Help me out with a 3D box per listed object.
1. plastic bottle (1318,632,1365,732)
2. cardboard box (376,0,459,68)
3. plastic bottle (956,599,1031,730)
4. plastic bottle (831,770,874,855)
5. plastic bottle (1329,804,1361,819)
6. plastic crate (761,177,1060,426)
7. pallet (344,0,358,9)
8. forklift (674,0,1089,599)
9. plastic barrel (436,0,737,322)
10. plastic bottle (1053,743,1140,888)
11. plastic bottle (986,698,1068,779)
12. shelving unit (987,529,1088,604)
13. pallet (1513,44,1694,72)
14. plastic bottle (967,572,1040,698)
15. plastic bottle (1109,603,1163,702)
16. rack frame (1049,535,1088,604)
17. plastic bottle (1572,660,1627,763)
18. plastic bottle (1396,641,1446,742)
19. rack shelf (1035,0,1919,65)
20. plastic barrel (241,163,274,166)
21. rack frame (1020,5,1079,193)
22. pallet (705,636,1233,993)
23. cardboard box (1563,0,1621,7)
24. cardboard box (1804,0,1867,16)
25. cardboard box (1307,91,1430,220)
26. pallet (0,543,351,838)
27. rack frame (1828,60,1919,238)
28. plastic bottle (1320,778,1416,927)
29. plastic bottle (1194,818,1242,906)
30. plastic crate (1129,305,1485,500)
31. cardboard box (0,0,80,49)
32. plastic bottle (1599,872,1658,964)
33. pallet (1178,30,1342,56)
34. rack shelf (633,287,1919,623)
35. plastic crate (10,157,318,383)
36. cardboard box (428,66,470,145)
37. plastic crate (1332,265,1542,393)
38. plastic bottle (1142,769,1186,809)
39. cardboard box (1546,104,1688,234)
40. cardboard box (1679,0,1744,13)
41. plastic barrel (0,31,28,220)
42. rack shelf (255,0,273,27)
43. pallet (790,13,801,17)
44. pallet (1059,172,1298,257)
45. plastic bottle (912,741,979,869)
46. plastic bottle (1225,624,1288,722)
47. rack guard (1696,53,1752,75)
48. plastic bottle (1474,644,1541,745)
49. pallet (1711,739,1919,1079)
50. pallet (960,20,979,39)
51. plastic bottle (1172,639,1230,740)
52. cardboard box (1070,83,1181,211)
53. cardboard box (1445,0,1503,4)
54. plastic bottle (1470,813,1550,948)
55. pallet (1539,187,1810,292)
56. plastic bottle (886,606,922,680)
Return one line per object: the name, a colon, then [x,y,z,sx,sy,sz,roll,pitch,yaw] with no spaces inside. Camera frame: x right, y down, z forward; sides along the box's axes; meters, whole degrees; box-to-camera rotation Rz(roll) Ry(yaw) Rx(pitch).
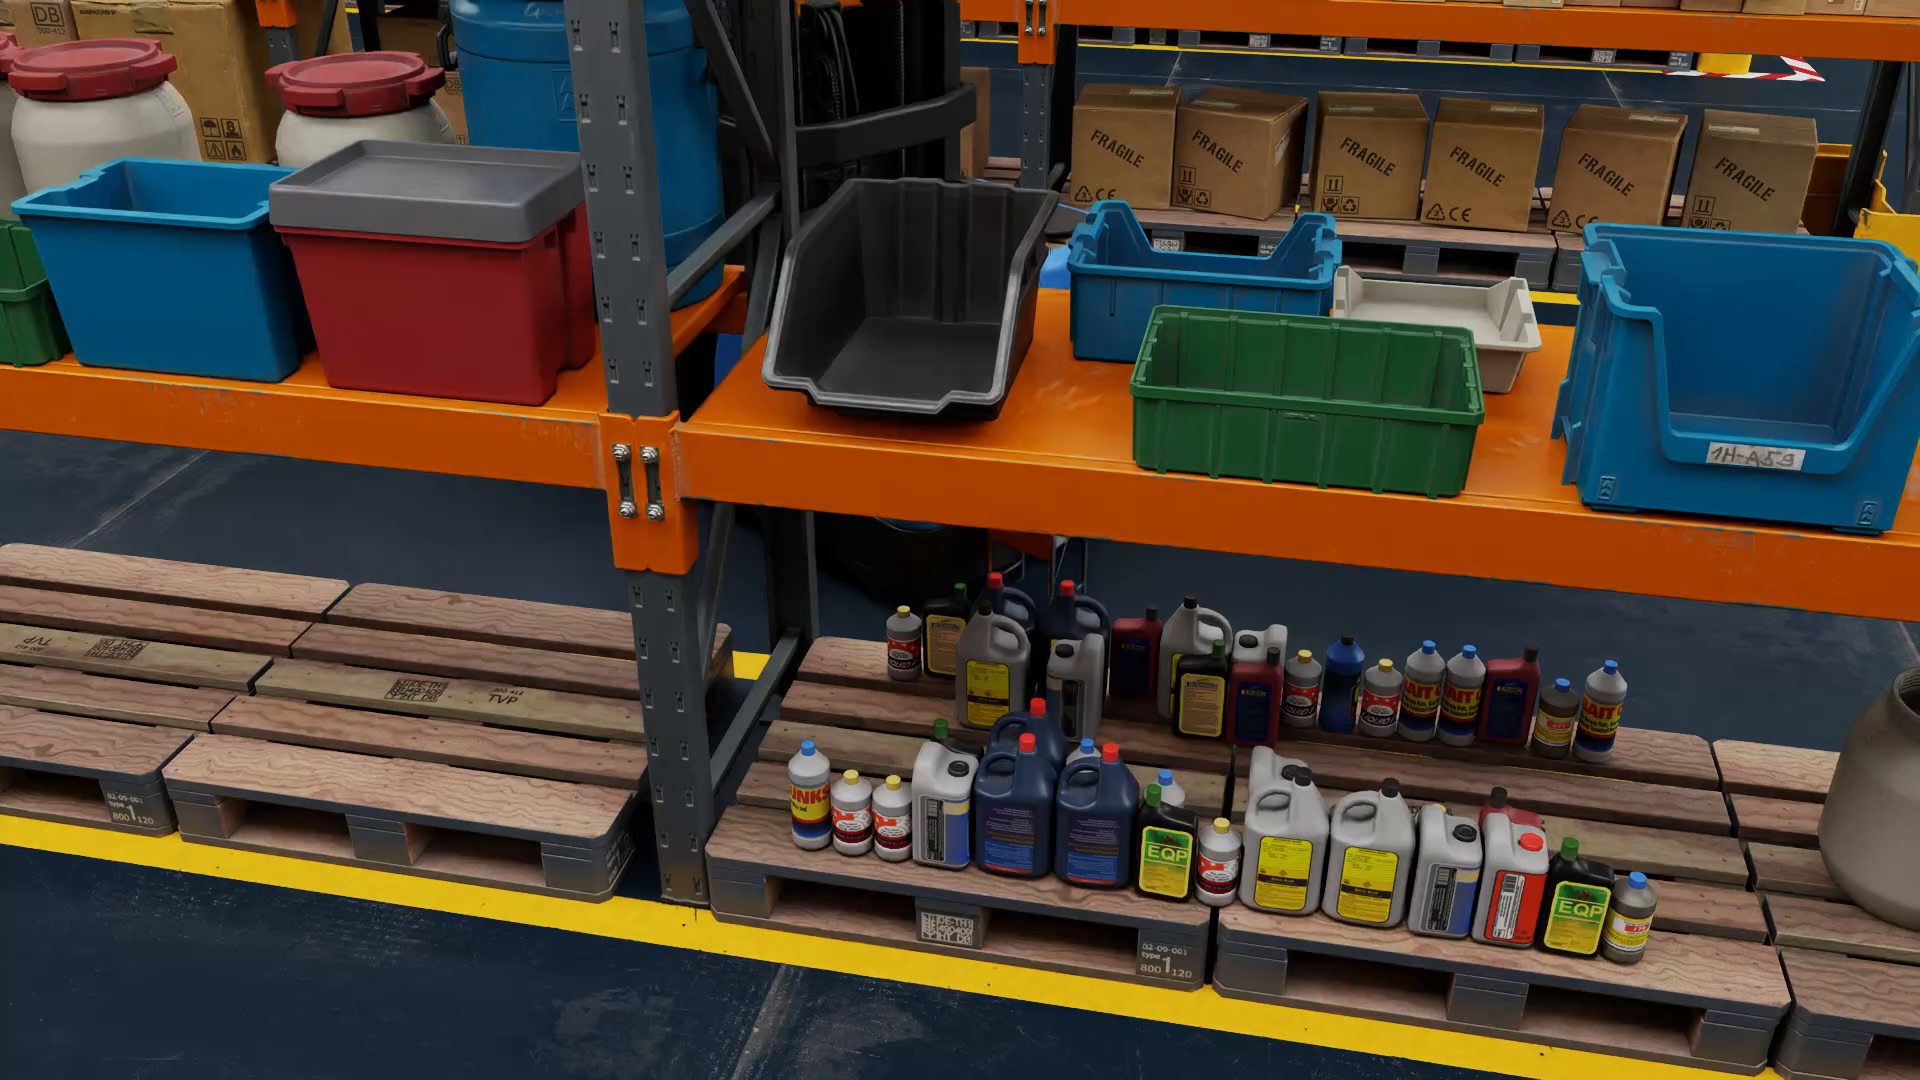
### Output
plastic bottle: [0.999,0.363,4.346,0.097,0.271,0.097,0,29,0]
cardboard box: [-2.790,-2.748,9.010,0.500,0.250,0.500,7,29,13]
plastic bottle: [0.086,0.317,4.347,0.185,0.351,0.144,6,29,11]
plastic bottle: [-0.254,0.634,3.925,0.097,0.201,0.097,0,29,0]
plastic bottle: [0.894,0.681,3.839,0.097,0.201,0.097,0,29,0]
plastic crate: [-0.088,-0.509,3.621,0.504,0.338,0.767,6,29,11]
pallet: [-5.467,-4.796,14.290,1.213,0.211,1.003,6,29,11]
forklift: [-0.777,-1.718,5.836,1.130,2.935,3.031,-24,37,-37]
plastic barrel: [-0.888,-1.050,4.021,0.708,0.901,0.600,6,29,11]
plastic bottle: [0.314,0.615,3.803,0.185,0.351,0.144,5,29,8]
plastic bottle: [0.159,0.528,3.962,0.185,0.351,0.144,6,29,11]
shelving unit: [0.246,-0.259,5.129,0.252,1.050,0.215,20,35,33]
pallet: [4.709,-3.713,12.312,1.213,0.211,1.003,6,29,11]
plastic bottle: [0.116,0.250,4.471,0.185,0.351,0.144,5,29,9]
plastic bottle: [0.472,0.295,4.458,0.133,0.283,0.061,8,30,14]
rack frame: [0.343,-0.223,5.063,0.008,1.050,0.200,20,35,33]
plastic bottle: [1.630,0.428,4.227,0.097,0.271,0.097,0,29,0]
plastic bottle: [1.197,0.384,4.309,0.097,0.271,0.097,0,29,0]
rack shelf: [2.417,-2.459,7.866,4.000,0.370,1.077,6,29,11]
plastic barrel: [-1.836,-0.793,4.218,0.301,0.262,0.301,0,29,0]
rack frame: [0.461,-2.975,8.060,0.127,3.000,1.000,6,29,11]
pallet: [0.075,0.661,4.322,1.213,0.211,1.003,6,29,11]
cardboard box: [2.825,-2.513,7.478,0.250,0.149,0.380,6,29,11]
cardboard box: [3.806,-2.420,7.309,0.250,0.149,0.380,6,29,11]
cardboard box: [2.029,-1.924,8.307,0.500,0.500,0.500,3,29,6]
pallet: [-2.546,0.393,4.813,1.213,0.211,1.003,6,29,11]
rack frame: [4.373,-2.574,7.327,0.127,3.000,1.000,6,29,11]
plastic bottle: [0.911,0.676,3.691,0.185,0.351,0.144,7,29,13]
plastic bottle: [0.586,0.720,3.767,0.097,0.201,0.097,0,29,0]
plastic crate: [0.695,-0.287,3.371,0.662,0.188,0.450,6,29,11]
cardboard box: [-4.992,-2.800,9.516,0.875,0.875,1.225,6,29,11]
plastic bottle: [1.451,0.809,3.605,0.097,0.201,0.097,0,29,0]
pallet: [2.323,-3.958,12.759,1.213,0.211,1.003,6,29,11]
rack shelf: [1.382,-0.133,3.618,4.000,0.370,1.077,6,29,11]
plastic crate: [-1.717,-0.606,3.750,0.575,0.384,0.392,6,29,11]
cardboard box: [-2.792,-2.415,9.182,0.500,0.500,0.700,4,29,8]
plastic crate: [1.067,-0.489,3.794,0.437,0.136,0.530,6,29,11]
plastic bottle: [0.465,0.647,3.828,0.097,0.271,0.097,0,29,0]
cardboard box: [3.174,-1.776,8.036,0.500,0.500,0.500,14,32,24]
cardboard box: [3.310,-2.454,7.370,0.250,0.149,0.380,6,29,11]
plastic barrel: [-2.604,-1.024,4.356,0.433,0.535,0.433,0,29,0]
rack shelf: [-5.407,-3.261,9.332,4.000,0.370,1.077,6,29,11]
pallet: [-1.561,-4.357,13.489,1.213,0.211,1.003,6,29,11]
pallet: [1.125,-1.701,8.637,1.213,0.211,1.003,6,29,11]
plastic bottle: [-0.032,0.610,3.889,0.135,0.276,0.152,7,29,12]
plastic bottle: [0.778,0.352,4.361,0.135,0.276,0.152,6,29,11]
rack guard: [5.531,-3.794,12.159,0.348,0.500,1.175,6,29,11]
plastic bottle: [1.413,0.392,4.282,0.133,0.283,0.061,6,29,11]
pallet: [2.461,0.906,3.875,1.213,0.211,1.003,6,29,11]
pallet: [-0.372,-4.234,13.264,1.213,0.211,1.003,6,29,11]
plastic bottle: [0.624,0.381,4.300,0.133,0.283,0.061,6,29,11]
cardboard box: [0.844,-2.004,8.452,0.500,0.500,0.500,5,29,9]
cardboard box: [2.332,-2.554,7.553,0.250,0.149,0.380,6,29,11]
plastic bottle: [1.210,0.738,3.657,0.135,0.276,0.152,6,29,11]
pallet: [3.511,-1.456,8.190,1.213,0.211,1.003,6,29,11]
plastic bottle: [-0.154,0.276,4.578,0.097,0.201,0.097,0,29,0]
